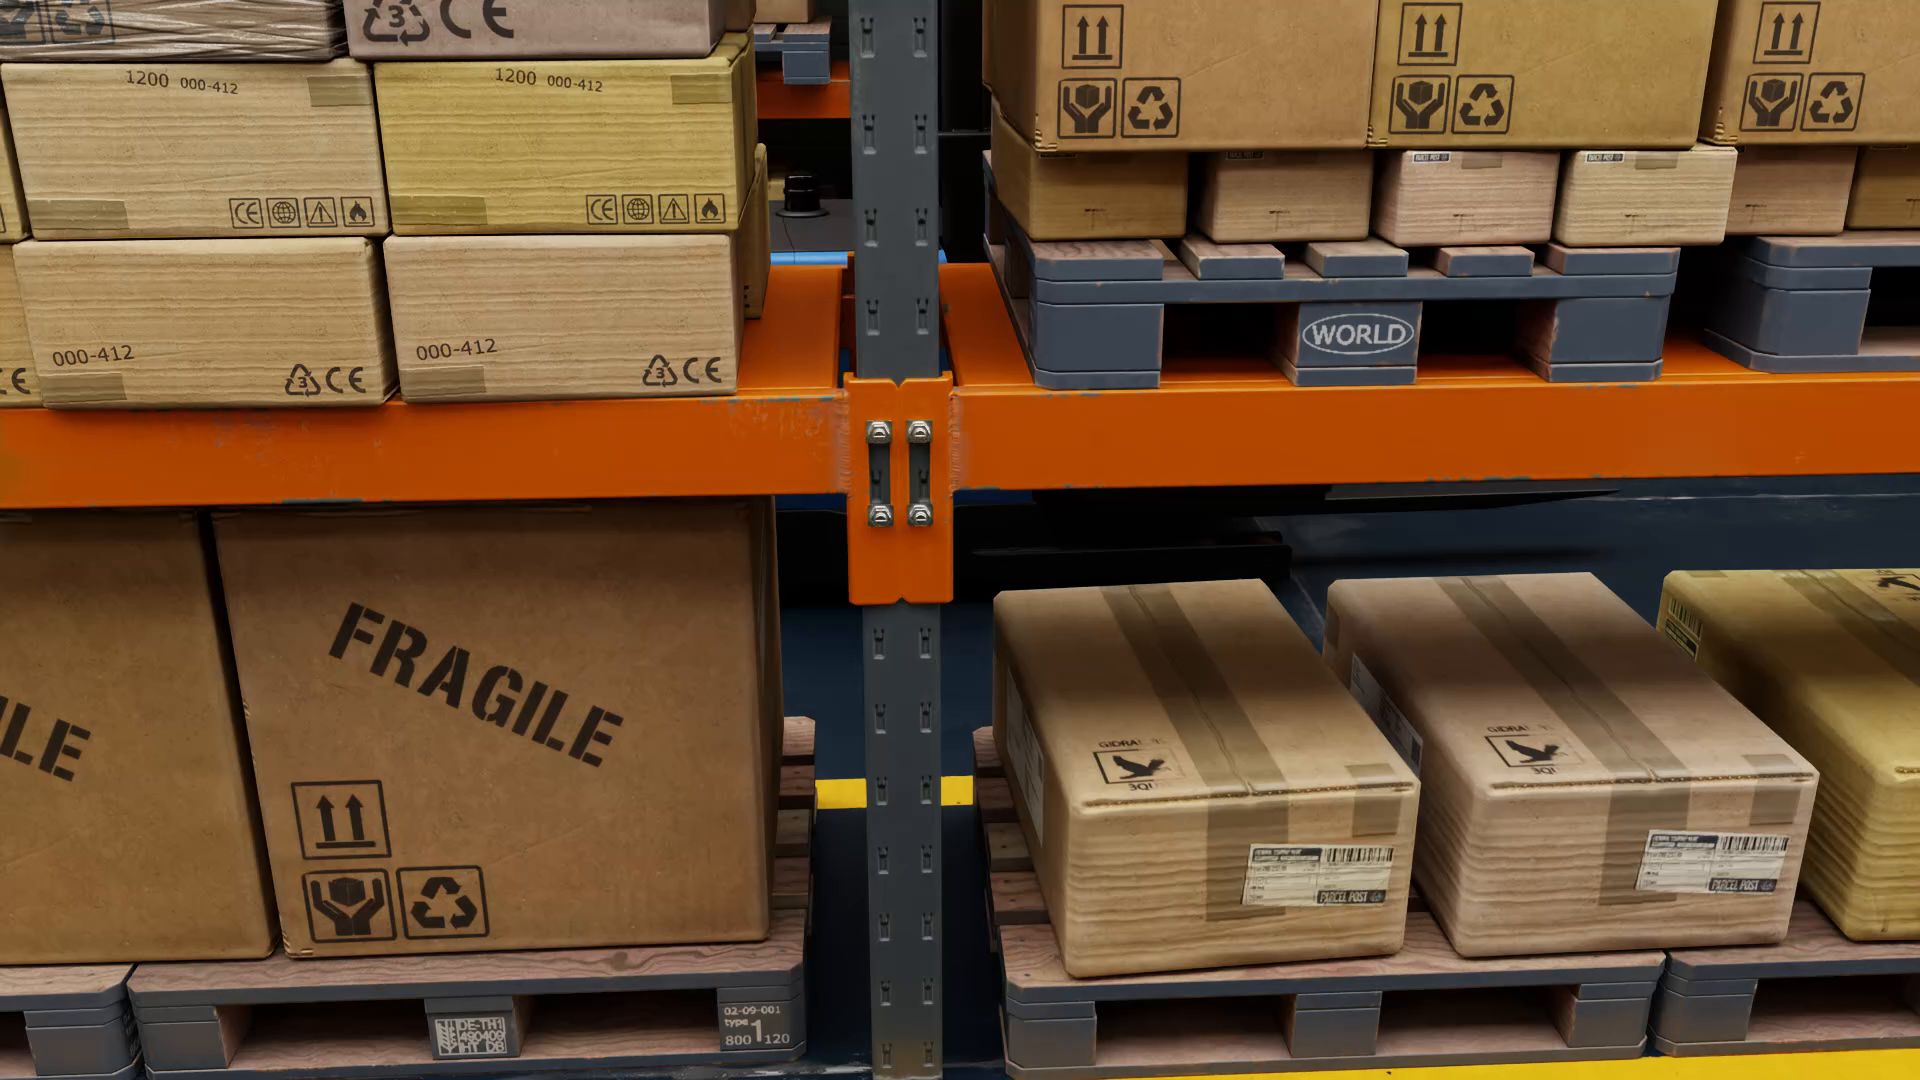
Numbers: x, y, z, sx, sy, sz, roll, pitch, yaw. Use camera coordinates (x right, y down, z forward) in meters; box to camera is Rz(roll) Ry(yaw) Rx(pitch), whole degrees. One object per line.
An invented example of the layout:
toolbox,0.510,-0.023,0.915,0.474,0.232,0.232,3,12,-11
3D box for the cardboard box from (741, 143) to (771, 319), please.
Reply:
cardboard box,-0.626,-0.598,3.186,0.500,0.250,0.500,-2,21,-4

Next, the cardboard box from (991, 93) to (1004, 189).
cardboard box,0.191,-0.757,3.158,0.250,0.149,0.380,0,21,-1

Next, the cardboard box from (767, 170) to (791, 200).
cardboard box,-0.889,-1.583,7.574,0.250,0.149,0.380,-2,21,-6

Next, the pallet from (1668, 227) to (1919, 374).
pallet,1.851,-0.554,3.129,1.213,0.211,1.003,-1,21,-3

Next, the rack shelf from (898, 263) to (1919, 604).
rack shelf,1.874,-0.293,3.185,4.000,0.370,1.077,-1,21,-3

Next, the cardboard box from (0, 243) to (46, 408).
cardboard box,-1.626,-0.395,2.654,0.500,0.250,0.500,-1,21,-4

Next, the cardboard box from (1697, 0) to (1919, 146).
cardboard box,1.389,-0.924,2.682,0.500,0.500,0.500,-1,21,-2

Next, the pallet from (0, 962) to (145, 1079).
pallet,-2.130,0.728,3.413,1.213,0.211,1.003,-1,21,-3

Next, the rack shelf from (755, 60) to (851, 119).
rack shelf,-2.407,-1.975,7.603,4.000,0.370,1.077,-1,21,-3

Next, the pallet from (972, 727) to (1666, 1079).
pallet,0.657,0.699,3.487,1.213,0.211,1.003,-1,21,-3

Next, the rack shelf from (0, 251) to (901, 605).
rack shelf,-2.120,-0.212,2.972,4.000,0.370,1.077,-1,21,-3

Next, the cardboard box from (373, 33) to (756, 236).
cardboard box,-0.592,-0.652,2.626,0.500,0.250,0.500,-1,21,-3

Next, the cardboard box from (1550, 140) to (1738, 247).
cardboard box,1.048,-0.589,2.715,0.250,0.149,0.380,-1,21,-3

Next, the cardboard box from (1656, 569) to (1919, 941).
cardboard box,1.935,0.404,3.446,0.625,0.372,0.950,0,21,-1

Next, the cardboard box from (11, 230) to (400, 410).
cardboard box,-1.122,-0.400,2.666,0.500,0.250,0.500,-1,21,-2

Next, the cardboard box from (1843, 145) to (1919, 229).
cardboard box,1.564,-0.641,2.852,0.250,0.149,0.380,0,21,-1

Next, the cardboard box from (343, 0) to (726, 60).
cardboard box,-0.624,-0.999,2.483,0.500,0.500,0.500,-2,21,-5

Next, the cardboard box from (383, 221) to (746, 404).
cardboard box,-0.613,-0.416,2.708,0.500,0.250,0.500,-2,21,-5

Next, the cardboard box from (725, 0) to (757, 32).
cardboard box,-0.629,-1.179,2.957,0.500,0.500,0.500,-2,21,-5

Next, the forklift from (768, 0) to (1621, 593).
forklift,0.620,-1.391,5.156,3.031,2.935,1.130,-2,21,-5

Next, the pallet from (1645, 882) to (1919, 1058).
pallet,1.872,0.676,3.549,1.213,0.211,1.003,-1,21,-3

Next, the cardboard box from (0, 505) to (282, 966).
cardboard box,-1.708,0.209,3.251,0.875,0.875,0.875,-1,21,-2

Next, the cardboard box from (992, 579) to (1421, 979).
cardboard box,0.442,0.435,3.364,0.625,0.372,0.950,-3,21,-7

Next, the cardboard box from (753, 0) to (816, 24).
cardboard box,-0.933,-2.640,7.608,0.500,0.500,0.500,0,21,-1

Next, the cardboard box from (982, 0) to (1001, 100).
cardboard box,0.315,-1.078,3.089,0.500,0.500,0.500,-2,21,-5

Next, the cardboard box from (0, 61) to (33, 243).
cardboard box,-1.614,-0.622,2.548,0.500,0.250,0.500,-2,21,-4

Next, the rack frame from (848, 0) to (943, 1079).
rack frame,-0.123,-0.588,2.951,0.127,3.000,1.000,-1,21,-3

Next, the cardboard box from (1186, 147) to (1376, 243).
cardboard box,0.496,-0.602,2.748,0.250,0.149,0.380,-2,21,-6

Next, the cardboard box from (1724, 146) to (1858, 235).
cardboard box,1.284,-0.622,2.801,0.250,0.149,0.380,0,21,0

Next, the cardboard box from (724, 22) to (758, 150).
cardboard box,-0.643,-0.829,3.092,0.500,0.250,0.500,-1,21,-3

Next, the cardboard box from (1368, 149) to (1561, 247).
cardboard box,0.772,-0.591,2.720,0.250,0.149,0.380,-3,21,-7

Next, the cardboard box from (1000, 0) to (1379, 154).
cardboard box,0.339,-0.897,2.613,0.500,0.500,0.500,-2,21,-5

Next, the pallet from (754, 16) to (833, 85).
pallet,-1.083,-2.223,7.514,1.003,0.211,1.213,-1,21,-3

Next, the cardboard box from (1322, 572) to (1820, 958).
cardboard box,1.178,0.418,3.411,0.625,0.372,0.950,-2,21,-4

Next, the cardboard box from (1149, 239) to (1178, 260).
cardboard box,0.865,-1.462,7.992,0.625,0.625,0.875,0,21,-1

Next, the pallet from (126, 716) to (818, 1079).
pallet,-0.914,0.704,3.475,1.213,0.211,1.003,-1,21,-3

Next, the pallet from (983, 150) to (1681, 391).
pallet,0.582,-0.551,3.122,1.003,0.211,1.213,-1,21,-3

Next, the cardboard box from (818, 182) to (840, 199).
cardboard box,-0.847,-1.471,8.191,0.500,0.500,0.500,0,21,-1

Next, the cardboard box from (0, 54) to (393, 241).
cardboard box,-1.104,-0.640,2.595,0.500,0.250,0.500,-2,21,-4

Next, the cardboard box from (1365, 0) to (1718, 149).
cardboard box,0.859,-0.910,2.648,0.500,0.500,0.500,0,21,0

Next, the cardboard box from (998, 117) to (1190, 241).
cardboard box,0.212,-0.608,2.765,0.250,0.149,0.380,-2,21,-6

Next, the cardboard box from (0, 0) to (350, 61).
cardboard box,-1.136,-0.986,2.448,0.500,0.500,0.500,-1,21,-2

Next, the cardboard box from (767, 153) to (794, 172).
cardboard box,-0.949,-1.783,8.099,0.250,0.149,0.380,0,21,0

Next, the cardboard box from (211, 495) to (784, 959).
cardboard box,-0.817,0.193,3.295,0.875,0.875,0.875,-1,21,-4
